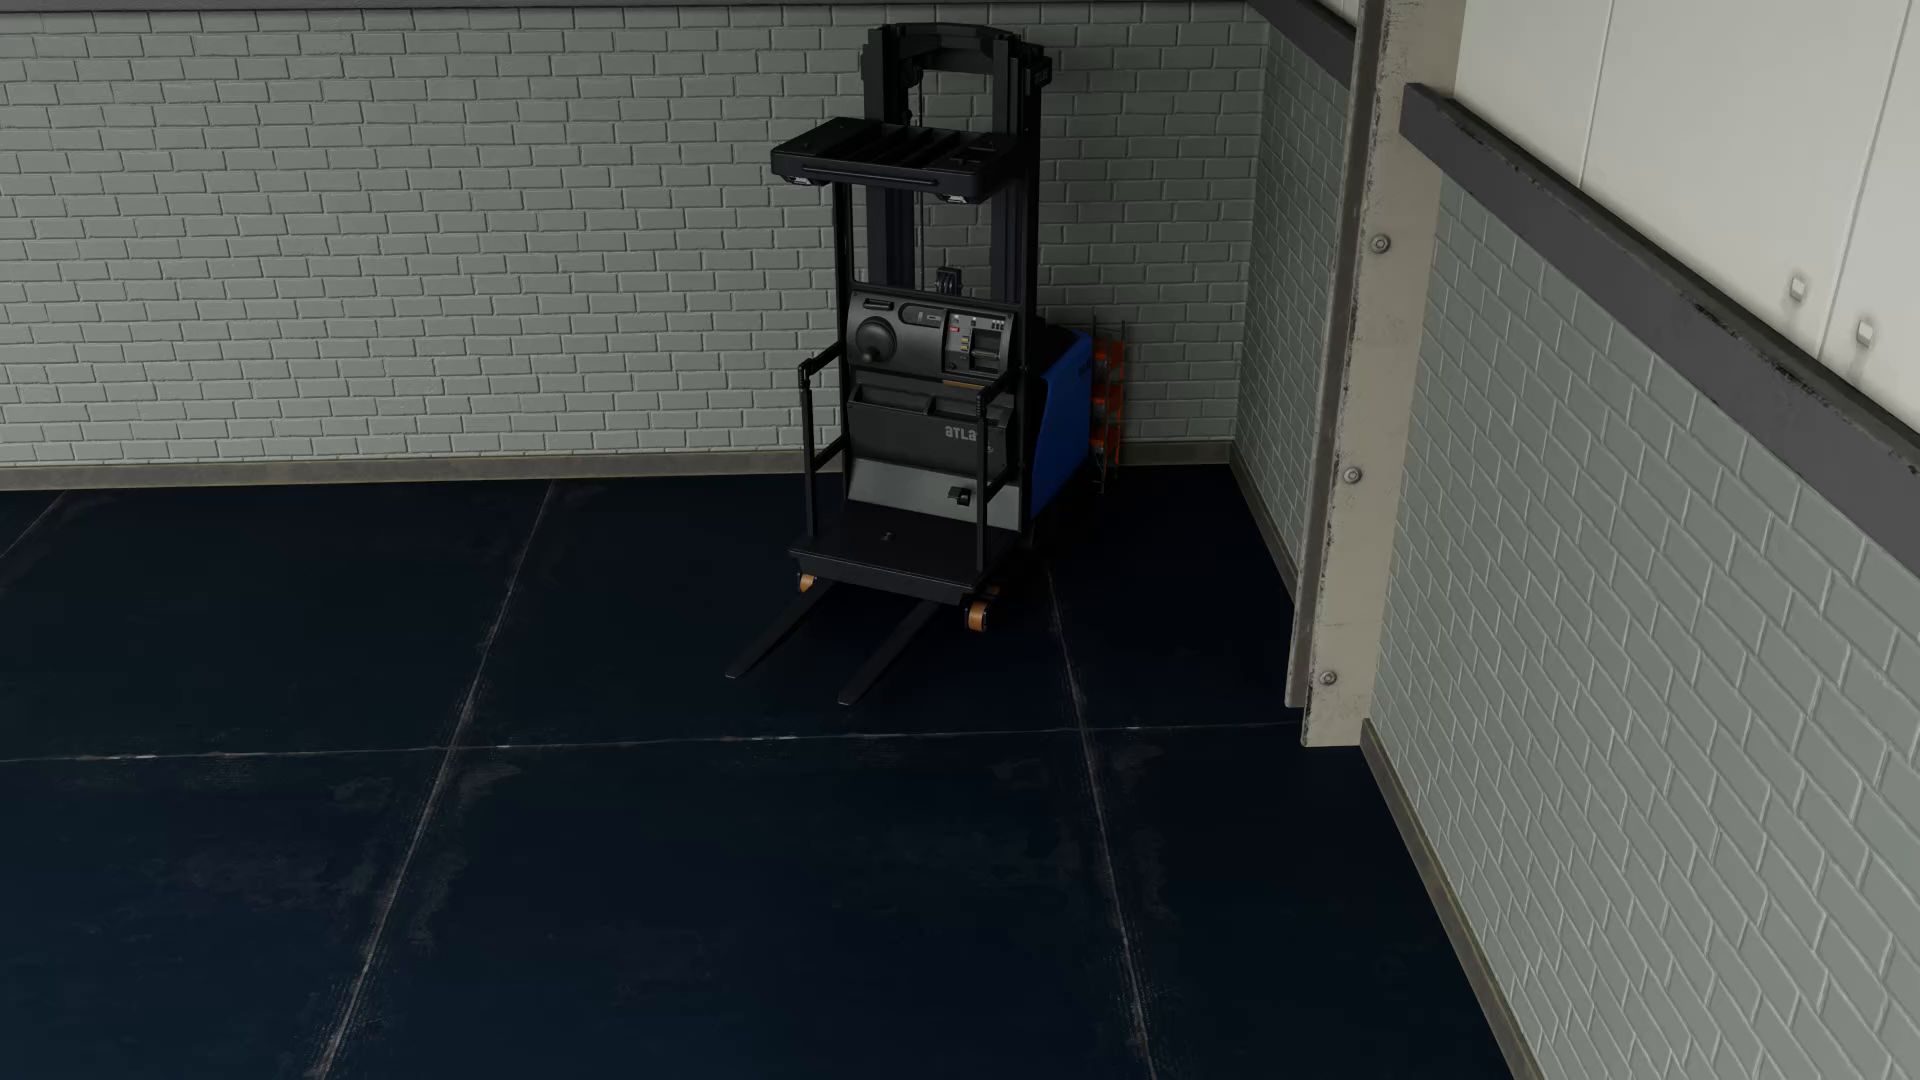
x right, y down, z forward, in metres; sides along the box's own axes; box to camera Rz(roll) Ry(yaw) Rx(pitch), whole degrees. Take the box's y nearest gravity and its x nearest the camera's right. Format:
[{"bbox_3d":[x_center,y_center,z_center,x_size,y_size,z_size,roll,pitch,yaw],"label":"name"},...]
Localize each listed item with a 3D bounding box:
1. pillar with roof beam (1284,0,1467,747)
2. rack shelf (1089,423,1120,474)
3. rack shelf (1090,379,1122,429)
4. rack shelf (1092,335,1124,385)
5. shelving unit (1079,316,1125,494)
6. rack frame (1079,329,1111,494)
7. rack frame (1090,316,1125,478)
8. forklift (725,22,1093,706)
[{"bbox_3d":[-2.532,-3.003,5.776,9.100,9.000,0.400,-1,28,-3],"label":"pillar with roof beam"},{"bbox_3d":[0.851,-0.567,10.327,0.215,0.259,0.240,12,30,21],"label":"rack shelf"},{"bbox_3d":[0.851,-0.814,10.198,0.215,0.259,0.240,12,30,21],"label":"rack shelf"},{"bbox_3d":[0.851,-1.065,10.067,0.215,0.259,0.240,12,30,21],"label":"rack shelf"},{"bbox_3d":[0.851,-0.823,10.193,0.215,1.050,0.252,12,30,21],"label":"shelving unit"},{"bbox_3d":[0.800,-0.772,10.095,0.200,1.050,0.008,12,30,21],"label":"rack frame"},{"bbox_3d":[0.901,-0.875,10.292,0.200,1.050,0.008,12,30,21],"label":"rack frame"},{"bbox_3d":[-0.241,-1.034,8.563,1.130,2.935,3.031,11,29,20],"label":"forklift"}]
